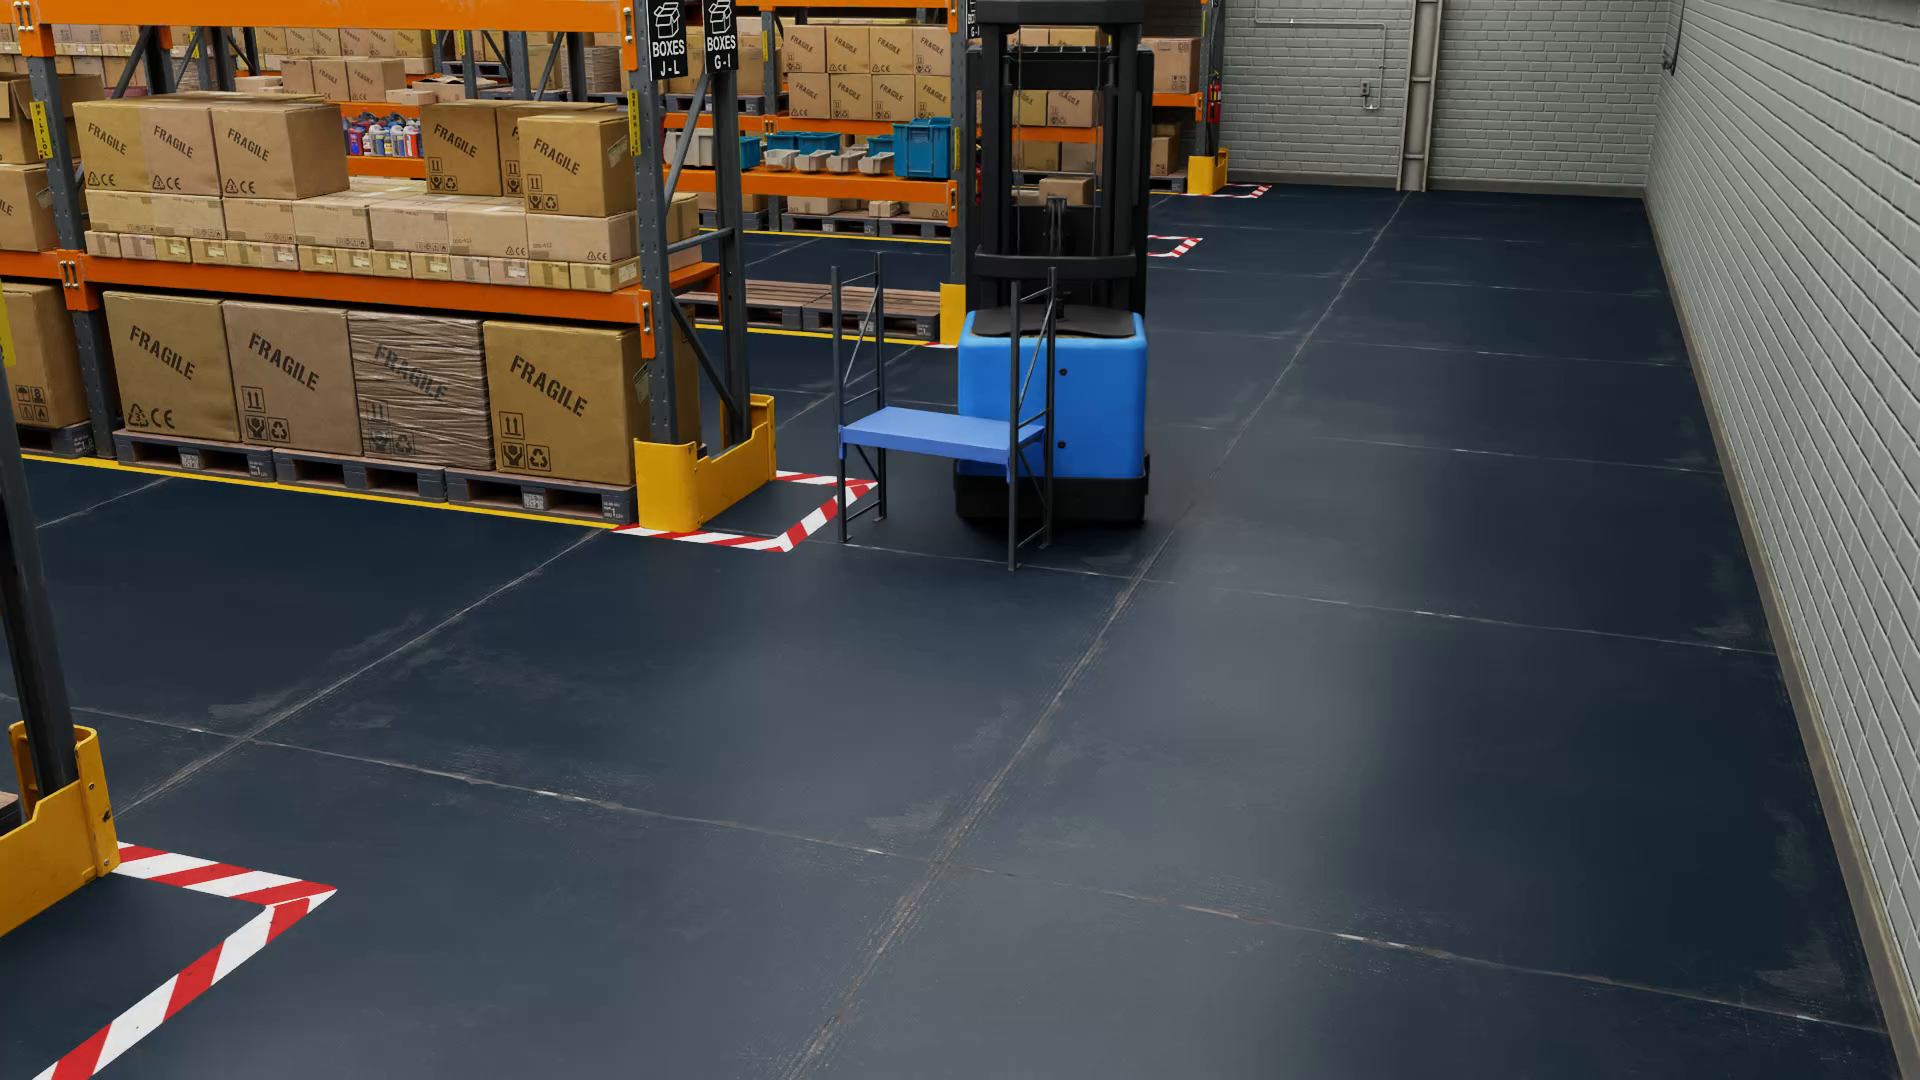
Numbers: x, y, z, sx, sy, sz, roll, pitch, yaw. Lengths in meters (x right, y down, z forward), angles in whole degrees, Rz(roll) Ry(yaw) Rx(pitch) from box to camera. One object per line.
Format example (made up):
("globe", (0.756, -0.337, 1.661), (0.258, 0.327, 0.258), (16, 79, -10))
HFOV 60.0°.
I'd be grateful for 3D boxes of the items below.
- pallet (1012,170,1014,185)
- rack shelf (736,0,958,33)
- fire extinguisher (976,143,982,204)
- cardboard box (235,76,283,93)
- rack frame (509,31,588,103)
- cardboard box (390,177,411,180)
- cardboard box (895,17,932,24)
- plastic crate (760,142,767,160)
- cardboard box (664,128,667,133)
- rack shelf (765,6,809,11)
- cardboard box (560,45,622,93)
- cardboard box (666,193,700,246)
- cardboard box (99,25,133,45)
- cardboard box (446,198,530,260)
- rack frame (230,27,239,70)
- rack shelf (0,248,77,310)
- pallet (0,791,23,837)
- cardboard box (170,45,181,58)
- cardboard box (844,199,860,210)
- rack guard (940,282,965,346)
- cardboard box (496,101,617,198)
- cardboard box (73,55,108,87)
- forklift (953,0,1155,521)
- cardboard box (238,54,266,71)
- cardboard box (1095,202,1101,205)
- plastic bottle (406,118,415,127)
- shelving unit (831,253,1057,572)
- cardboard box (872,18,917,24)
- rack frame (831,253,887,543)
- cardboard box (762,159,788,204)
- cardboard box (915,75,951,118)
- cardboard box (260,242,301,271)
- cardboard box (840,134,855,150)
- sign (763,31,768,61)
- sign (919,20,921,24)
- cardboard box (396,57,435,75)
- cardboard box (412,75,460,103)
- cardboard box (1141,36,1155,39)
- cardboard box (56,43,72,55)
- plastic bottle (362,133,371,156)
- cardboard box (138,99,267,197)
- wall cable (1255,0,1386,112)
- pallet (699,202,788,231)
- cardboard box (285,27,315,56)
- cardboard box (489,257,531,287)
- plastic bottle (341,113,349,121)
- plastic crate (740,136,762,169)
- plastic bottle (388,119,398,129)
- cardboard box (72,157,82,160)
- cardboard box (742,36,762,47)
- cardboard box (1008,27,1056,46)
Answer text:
("pallet", (0.310, -5.280, 23.904), (1.213, 0.211, 1.003), (7, 20, 18))
("rack shelf", (-1.744, -4.484, 13.918), (4.000, 0.370, 1.077), (7, 20, 18))
("fire extinguisher", (0.138, -2.821, 13.296), (0.183, 0.674, 0.296), (7, 20, 18))
("cardboard box", (-9.082, -5.917, 21.721), (0.500, 0.250, 0.500), (8, 21, 21))
("rack frame", (-3.634, -3.623, 14.913), (0.127, 3.000, 1.000), (7, 20, 18))
("cardboard box", (-6.848, -4.530, 21.056), (0.500, 0.250, 0.500), (6, 20, 17))
("cardboard box", (-0.732, -7.385, 23.933), (0.500, 0.250, 0.500), (7, 20, 20))
("plastic crate", (-1.890, -3.432, 14.675), (0.466, 0.136, 0.293), (7, 20, 18))
("cardboard box", (-4.858, -6.225, 25.505), (0.500, 0.500, 0.700), (7, 20, 19))
("rack shelf", (-0.115, -6.024, 18.335), (4.000, 0.370, 1.077), (7, 20, 18))
("cardboard box", (-4.350, -5.649, 19.936), (0.500, 0.500, 0.700), (11, 22, 28))
("cardboard box", (-1.845, -1.857, 9.621), (0.500, 0.250, 0.500), (6, 20, 17))
("cardboard box", (-10.933, -6.841, 22.023), (0.500, 0.500, 0.700), (7, 20, 18))
("cardboard box", (-2.504, -1.746, 9.303), (0.500, 0.250, 0.500), (6, 20, 17))
("rack frame", (-11.718, -8.000, 27.469), (0.127, 3.000, 1.000), (7, 20, 18))
("rack shelf", (-7.148, -1.960, 11.234), (4.000, 0.370, 1.077), (7, 20, 18))
("pallet", (-4.031, 1.090, 5.629), (1.213, 0.211, 1.003), (7, 20, 18))
("cardboard box", (-10.122, -6.371, 21.658), (0.250, 0.149, 0.380), (6, 20, 17))
("cardboard box", (-1.373, -4.217, 19.746), (0.500, 0.500, 0.500), (7, 20, 18))
("rack guard", (0.172, -2.012, 14.089), (0.348, 0.500, 1.175), (7, 20, 18))
("cardboard box", (-2.318, -2.265, 9.653), (0.500, 0.500, 0.500), (6, 20, 17))
("cardboard box", (-11.440, -6.286, 22.399), (0.500, 0.500, 0.700), (7, 20, 20))
("forklift", (0.591, -1.928, 10.154), (1.130, 2.935, 3.031), (1, 19, 3))
("cardboard box", (-11.361, -7.787, 27.056), (0.500, 0.250, 0.500), (6, 20, 16))
("cardboard box", (1.491, -3.745, 18.924), (0.250, 0.149, 0.380), (7, 20, 18))
("plastic bottle", (-5.232, -3.888, 15.867), (0.097, 0.271, 0.097), (0, 19, 0))
("shelving unit", (-0.083, -0.693, 8.785), (1.048, 1.500, 0.538), (9, 21, 25))
("cardboard box", (-0.908, -7.226, 23.475), (0.500, 0.250, 0.500), (7, 20, 19))
("rack frame", (-0.539, -0.767, 8.997), (0.032, 1.500, 0.500), (9, 21, 25))
("cardboard box", (-2.382, -4.318, 20.037), (0.500, 0.500, 0.500), (6, 20, 16))
("cardboard box", (-0.175, -4.907, 18.444), (0.500, 0.500, 0.500), (6, 20, 17))
("cardboard box", (-3.864, -1.689, 9.747), (0.250, 0.149, 0.380), (7, 20, 19))
("cardboard box", (-1.880, -6.012, 24.393), (0.750, 0.750, 0.750), (7, 20, 20))
("sign", (-2.183, -5.537, 18.644), (0.005, 0.325, 0.100), (7, 20, 18))
("sign", (-0.551, -7.043, 23.086), (0.005, 0.325, 0.100), (7, 20, 18))
("cardboard box", (-8.486, -7.463, 26.127), (0.500, 0.250, 0.500), (7, 20, 18))
("cardboard box", (-6.564, -5.710, 21.035), (0.500, 0.311, 0.500), (6, 20, 17))
("cardboard box", (2.220, -6.540, 22.826), (0.700, 0.700, 0.980), (6, 20, 18))
("cardboard box", (-11.823, -6.565, 22.215), (0.250, 0.149, 0.380), (6, 20, 17))
("plastic bottle", (-5.398, -3.609, 15.174), (0.097, 0.201, 0.097), (0, 19, 0))
("cardboard box", (-4.428, -2.320, 9.812), (0.500, 0.500, 0.500), (7, 20, 18))
("wall cable", (4.916, -6.907, 22.791), (1.851, 1.984, 0.084), (7, 20, 18))
("pallet", (-2.785, -3.922, 20.008), (1.213, 0.211, 1.003), (7, 20, 18))
("cardboard box", (-10.416, -8.033, 26.623), (0.500, 0.500, 0.500), (6, 20, 16))
("cardboard box", (-2.409, -1.524, 9.272), (0.250, 0.149, 0.380), (7, 20, 18))
("plastic bottle", (-5.727, -3.778, 15.433), (0.185, 0.351, 0.144), (7, 20, 18))
("plastic crate", (-1.879, -3.283, 14.099), (0.300, 0.233, 0.416), (7, 20, 18))
("plastic bottle", (-5.371, -3.853, 15.769), (0.097, 0.271, 0.097), (0, 19, 0))
("cardboard box", (-5.612, -2.258, 10.845), (0.500, 0.500, 0.500), (7, 20, 18))
("cardboard box", (-2.826, -7.087, 24.217), (0.500, 0.500, 0.500), (6, 20, 18))
("cardboard box", (0.786, -5.267, 17.958), (0.500, 0.500, 0.500), (7, 20, 20))
